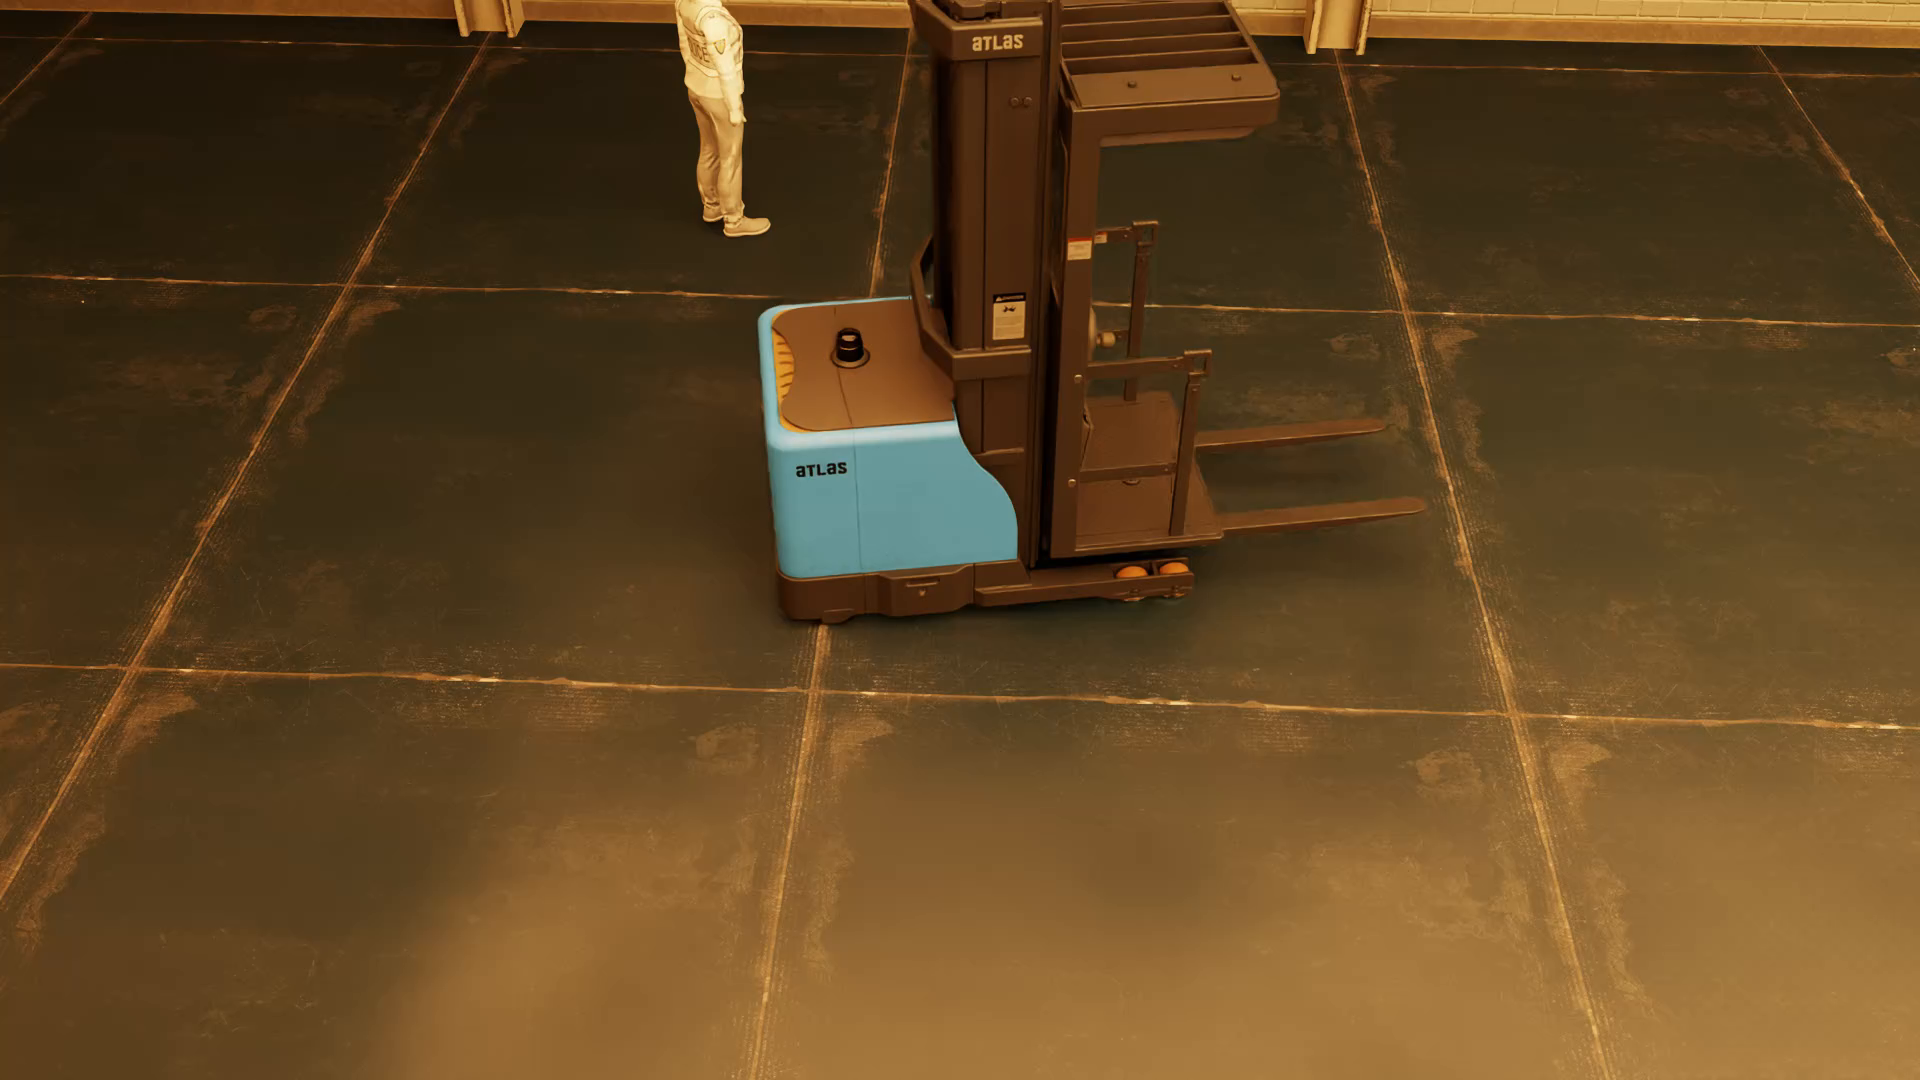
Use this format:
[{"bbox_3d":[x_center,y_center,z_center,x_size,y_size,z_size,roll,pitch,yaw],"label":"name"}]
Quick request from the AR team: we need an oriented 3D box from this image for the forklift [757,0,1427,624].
[{"bbox_3d":[0.633,-1.151,7.003,3.031,2.935,1.130,-5,43,-6],"label":"forklift"}]

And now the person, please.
[{"bbox_3d":[-1.376,-2.539,9.447,0.337,1.692,0.464,-26,48,-26],"label":"person"}]
